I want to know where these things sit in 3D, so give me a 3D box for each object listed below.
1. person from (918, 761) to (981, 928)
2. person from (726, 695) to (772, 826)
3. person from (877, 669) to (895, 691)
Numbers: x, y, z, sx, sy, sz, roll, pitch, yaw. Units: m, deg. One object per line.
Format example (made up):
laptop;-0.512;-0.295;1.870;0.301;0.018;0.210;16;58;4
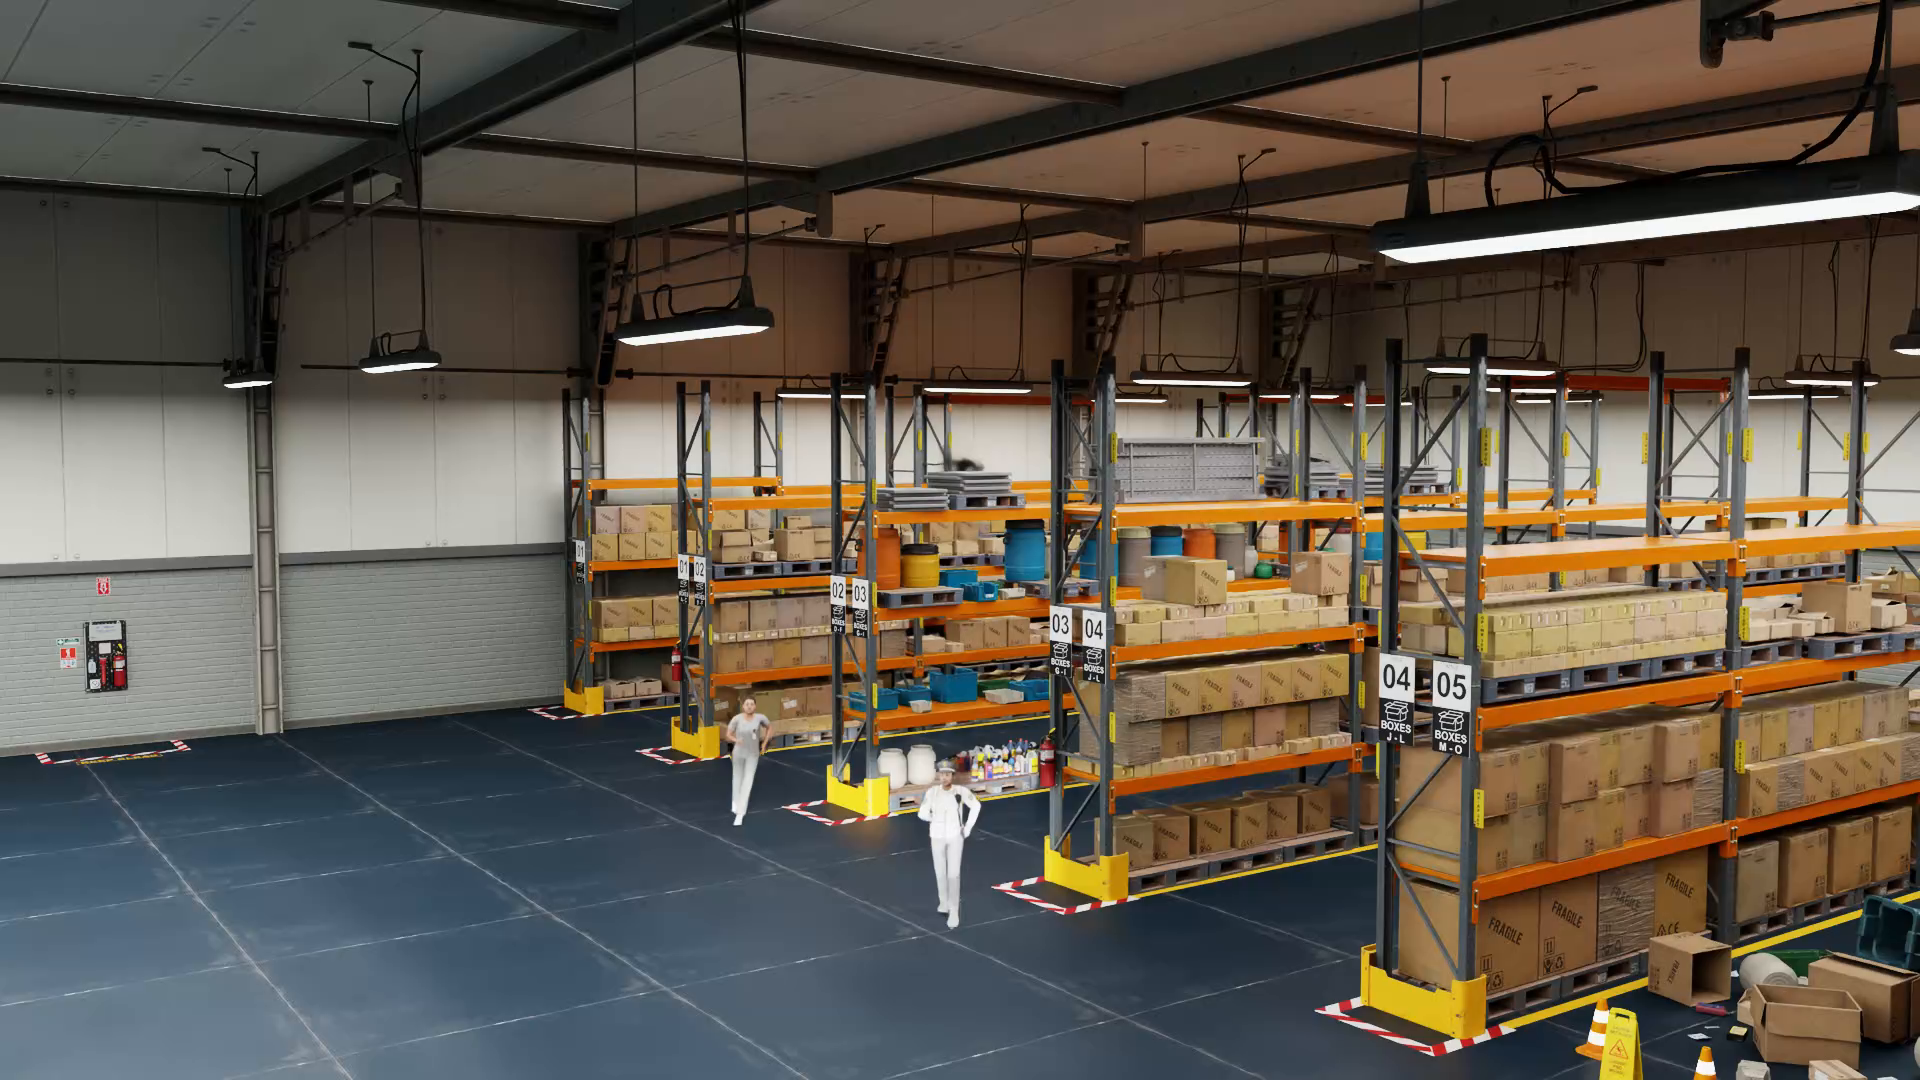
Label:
person;-0.139;3.187;17.561;0.614;1.741;0.700;1;4;14
person;-2.819;2.895;22.197;0.597;1.670;0.927;0;4;-3
person;-1.538;2.354;30.785;0.884;1.625;0.648;-2;4;-30
